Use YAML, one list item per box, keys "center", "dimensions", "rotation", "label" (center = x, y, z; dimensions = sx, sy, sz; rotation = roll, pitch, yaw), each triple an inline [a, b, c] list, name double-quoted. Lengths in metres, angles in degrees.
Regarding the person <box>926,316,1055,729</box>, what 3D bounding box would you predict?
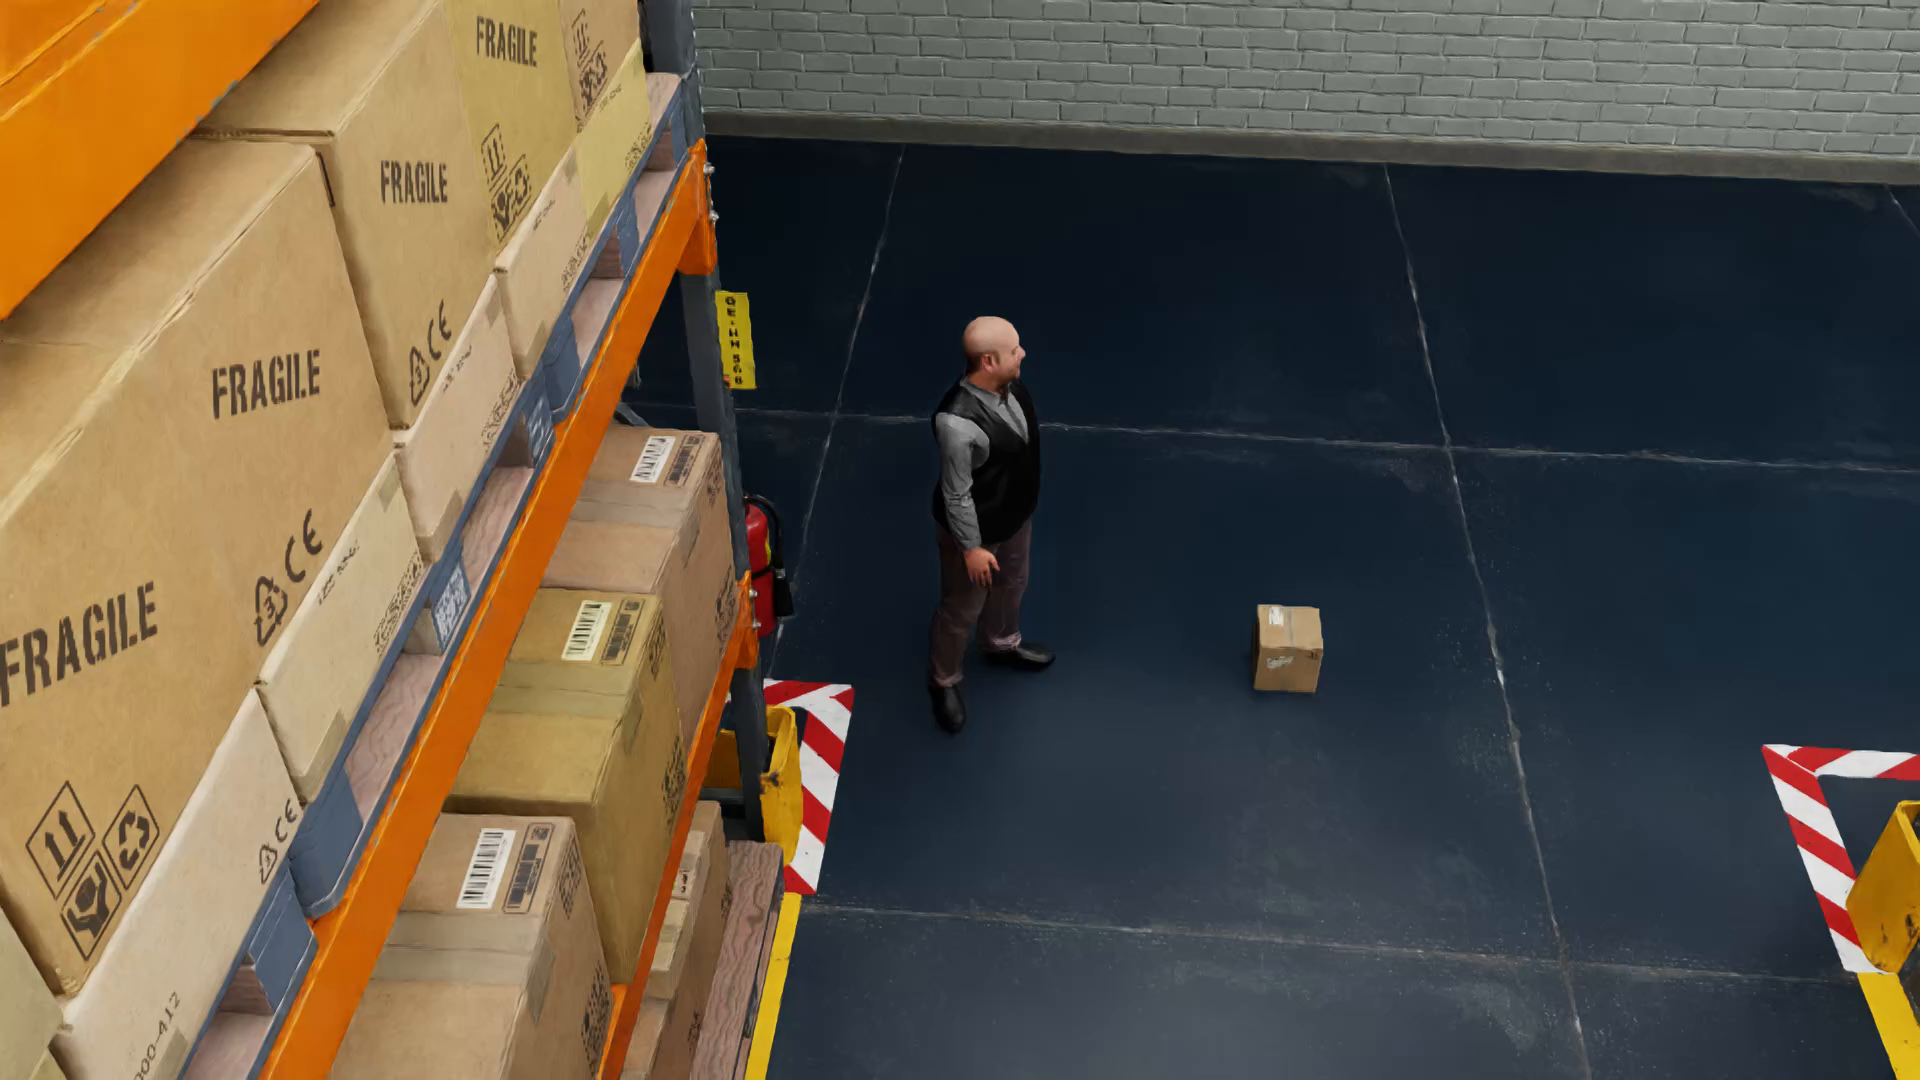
- center: [0.099, -0.077, 6.241]
  dimensions: [0.393, 1.733, 0.609]
  rotation: [20, 44, 22]
  label: "person"
